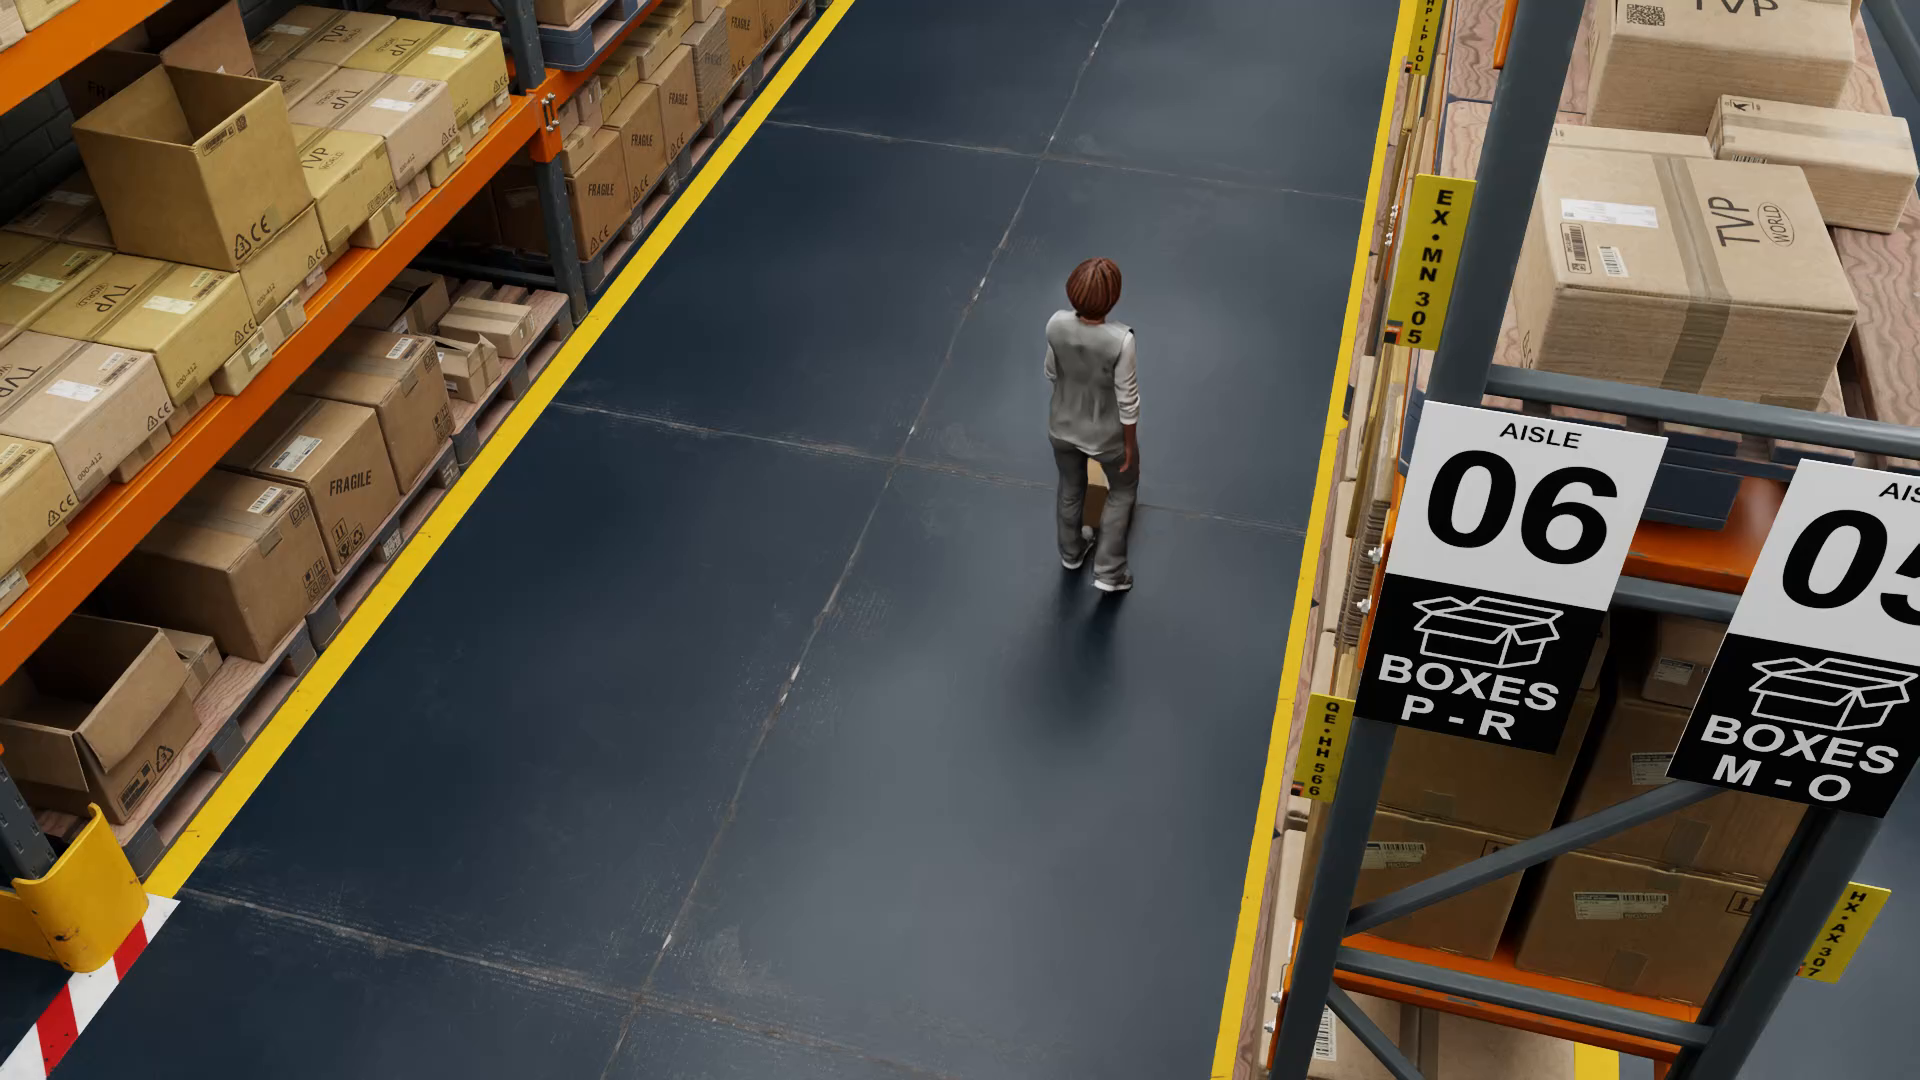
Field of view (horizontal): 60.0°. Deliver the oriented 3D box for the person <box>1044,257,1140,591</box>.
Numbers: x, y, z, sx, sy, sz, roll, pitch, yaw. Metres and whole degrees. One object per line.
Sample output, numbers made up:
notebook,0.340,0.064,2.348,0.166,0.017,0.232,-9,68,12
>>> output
person,0.543,-0.460,6.685,0.438,1.638,0.434,18,45,19
